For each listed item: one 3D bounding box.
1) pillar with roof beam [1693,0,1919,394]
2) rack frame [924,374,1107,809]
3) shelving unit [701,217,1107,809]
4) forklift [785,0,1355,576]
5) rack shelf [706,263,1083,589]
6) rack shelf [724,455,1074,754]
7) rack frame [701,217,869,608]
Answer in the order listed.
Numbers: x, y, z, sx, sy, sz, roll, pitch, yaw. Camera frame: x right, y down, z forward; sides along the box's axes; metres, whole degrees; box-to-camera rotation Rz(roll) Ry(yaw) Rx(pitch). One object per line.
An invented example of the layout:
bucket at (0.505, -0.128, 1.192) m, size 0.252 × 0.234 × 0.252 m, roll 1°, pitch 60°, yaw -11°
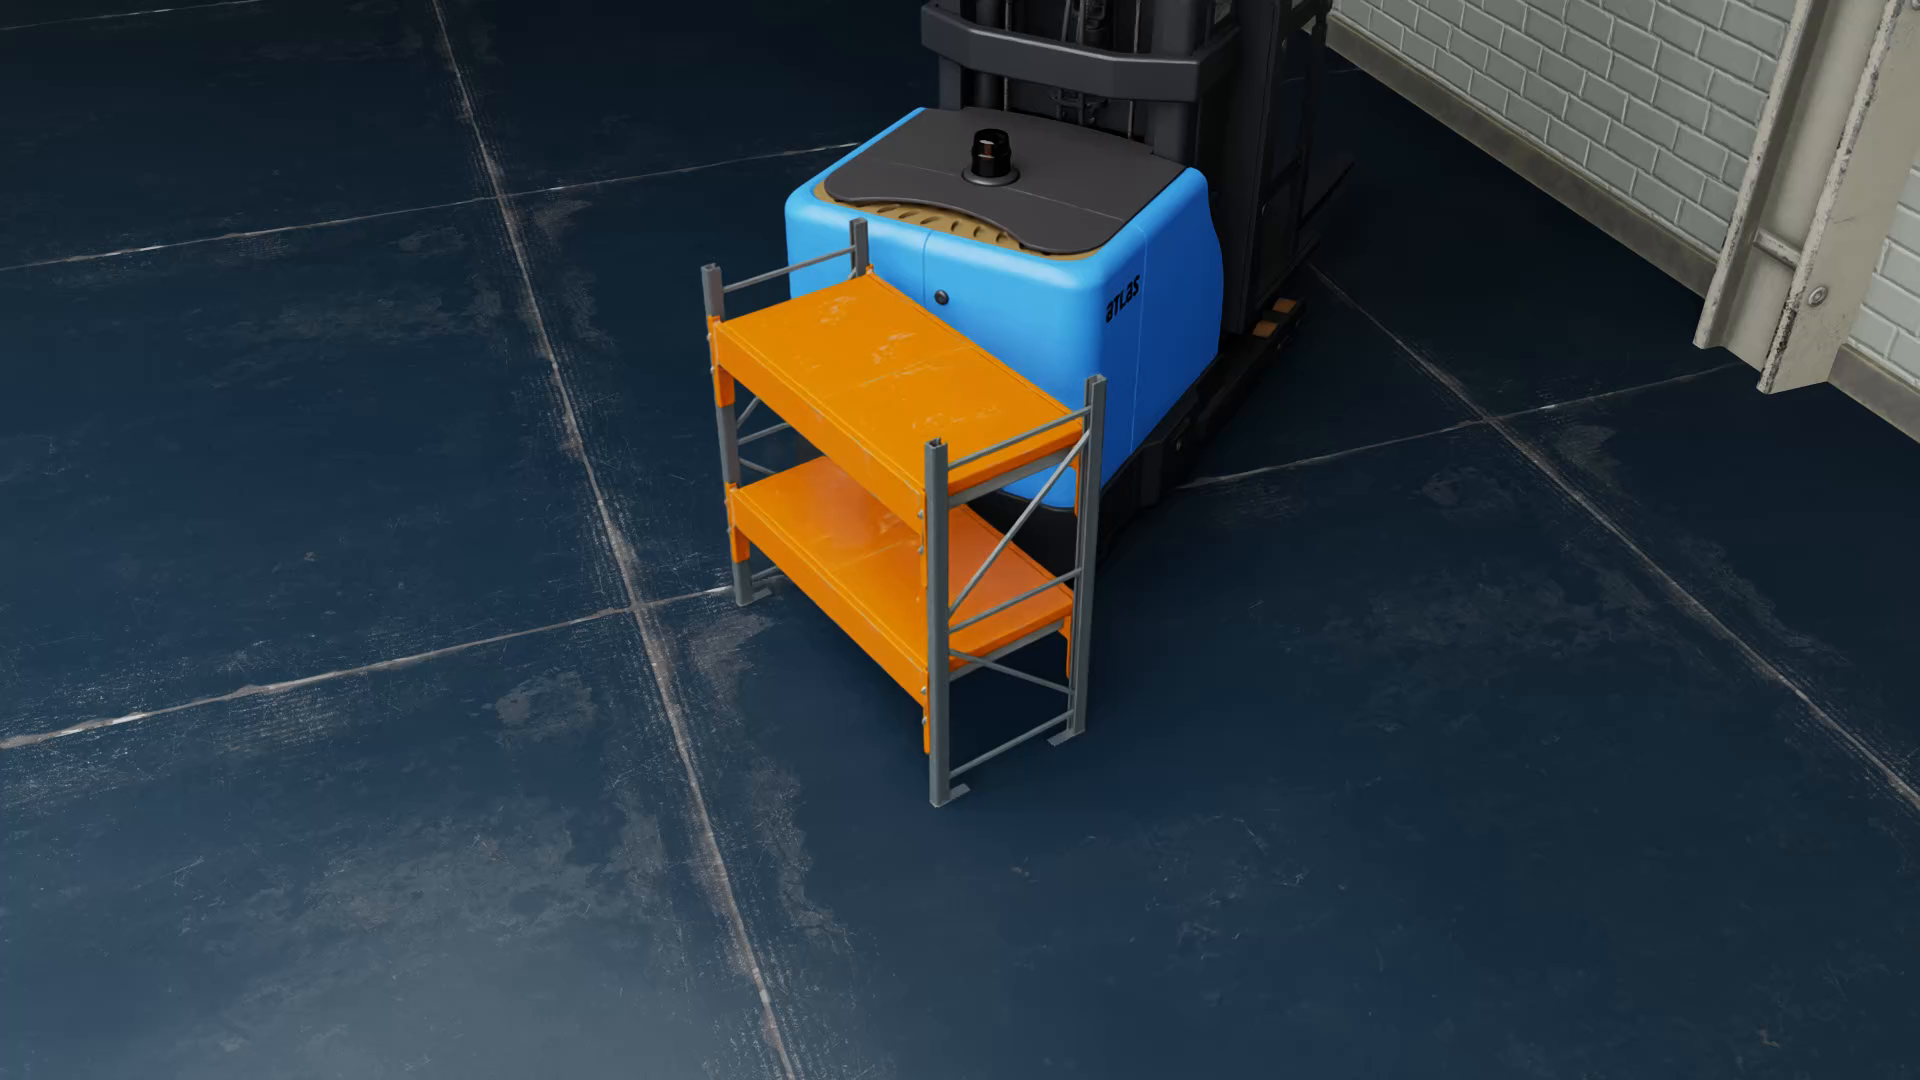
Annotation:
pillar with roof beam at (-1.086, -3.366, 2.240) m, size 9.100 × 9.000 × 0.400 m, roll -12°, pitch 39°, yaw -16°
rack frame at (0.132, 0.155, 4.110) m, size 0.500 × 1.125 × 0.032 m, roll -23°, pitch 43°, yaw -28°
shelving unit at (-0.165, -0.093, 4.439) m, size 0.538 × 1.125 × 1.048 m, roll -23°, pitch 43°, yaw -28°
forklift at (0.638, -1.930, 5.377) m, size 1.130 × 2.935 × 3.031 m, roll 19°, pitch 41°, yaw 23°
rack shelf at (-0.165, -0.327, 4.263) m, size 0.538 × 0.278 × 1.000 m, roll -23°, pitch 43°, yaw -28°
rack shelf at (-0.165, 0.102, 4.586) m, size 0.538 × 0.278 × 1.000 m, roll -23°, pitch 43°, yaw -28°
rack frame at (-0.463, -0.341, 4.768) m, size 0.500 × 1.125 × 0.032 m, roll -23°, pitch 43°, yaw -28°
